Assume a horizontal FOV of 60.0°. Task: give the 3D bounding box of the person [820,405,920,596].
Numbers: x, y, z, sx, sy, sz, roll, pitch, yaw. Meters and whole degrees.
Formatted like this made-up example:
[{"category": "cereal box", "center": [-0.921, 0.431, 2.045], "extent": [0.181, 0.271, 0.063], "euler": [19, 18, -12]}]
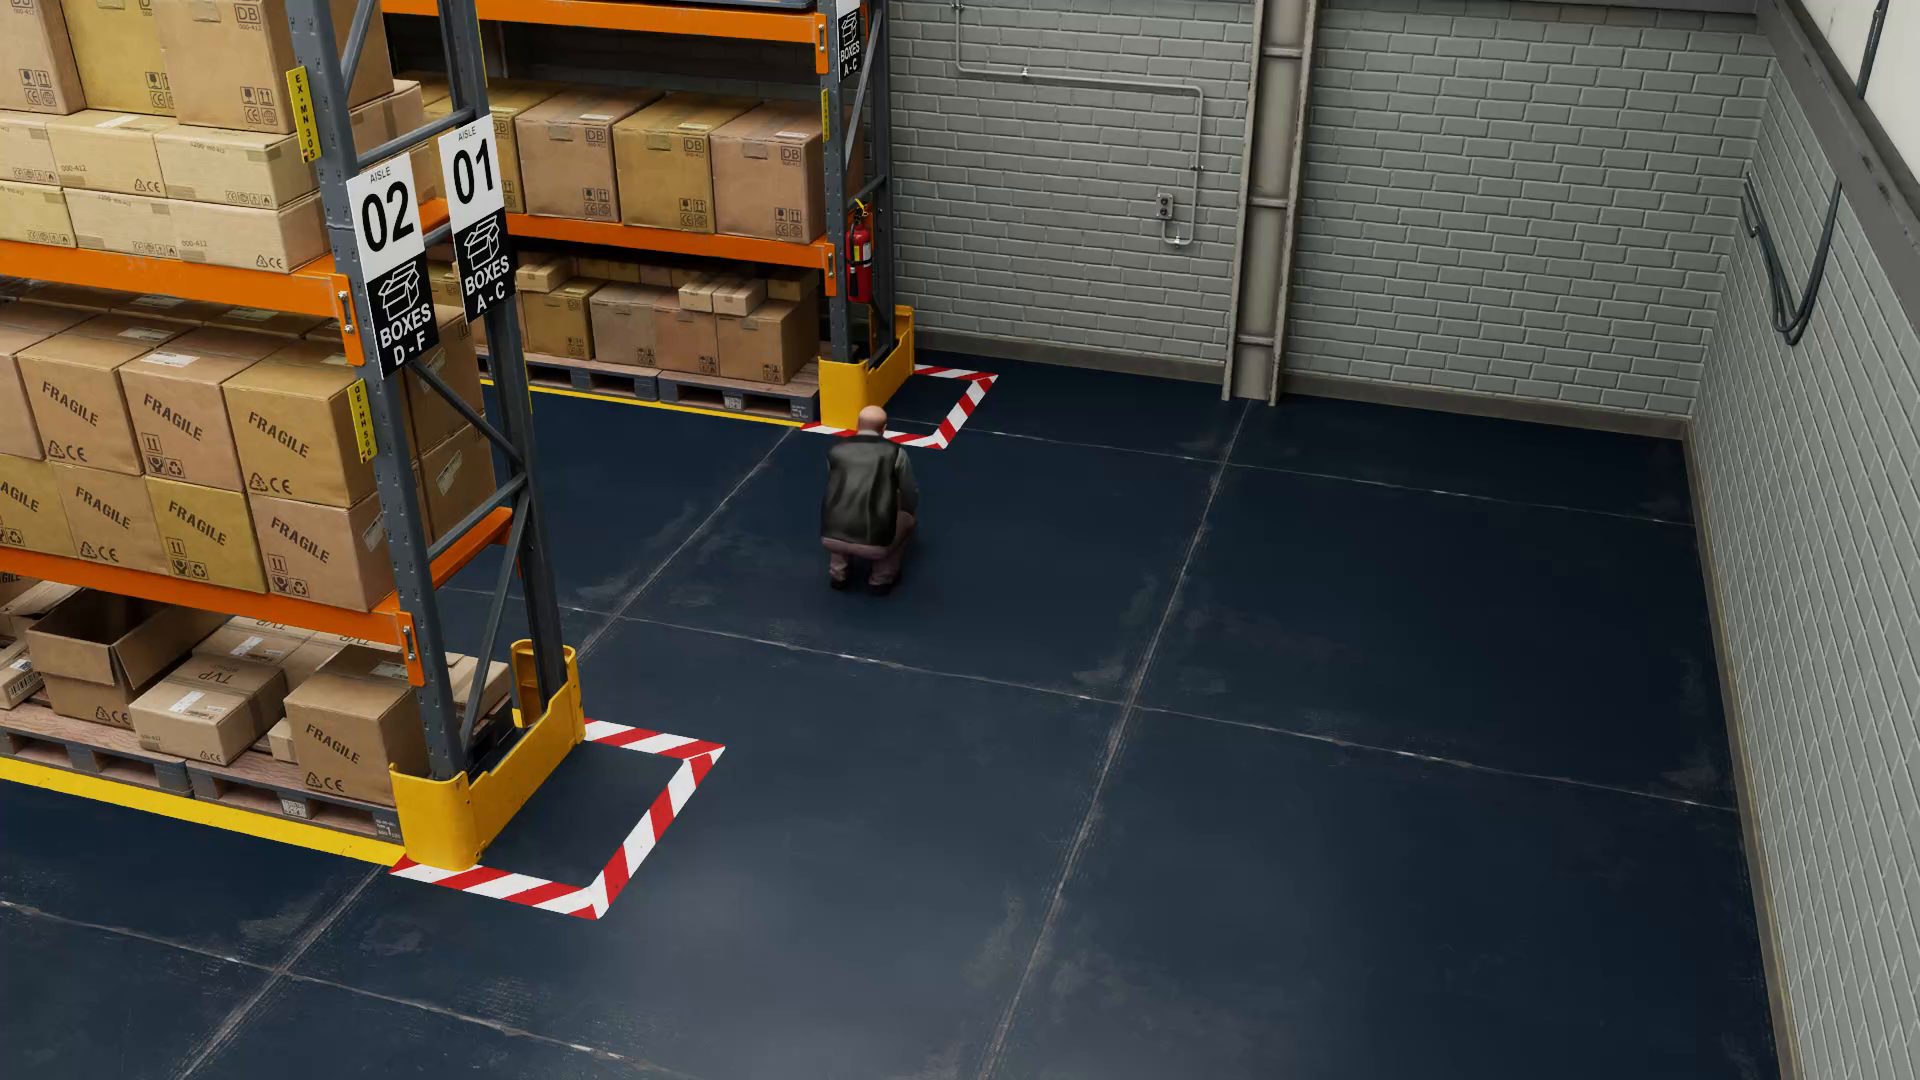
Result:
[{"category": "person", "center": [-0.536, -0.235, 9.748], "extent": [0.529, 0.969, 0.857], "euler": [8, 30, 15]}]
